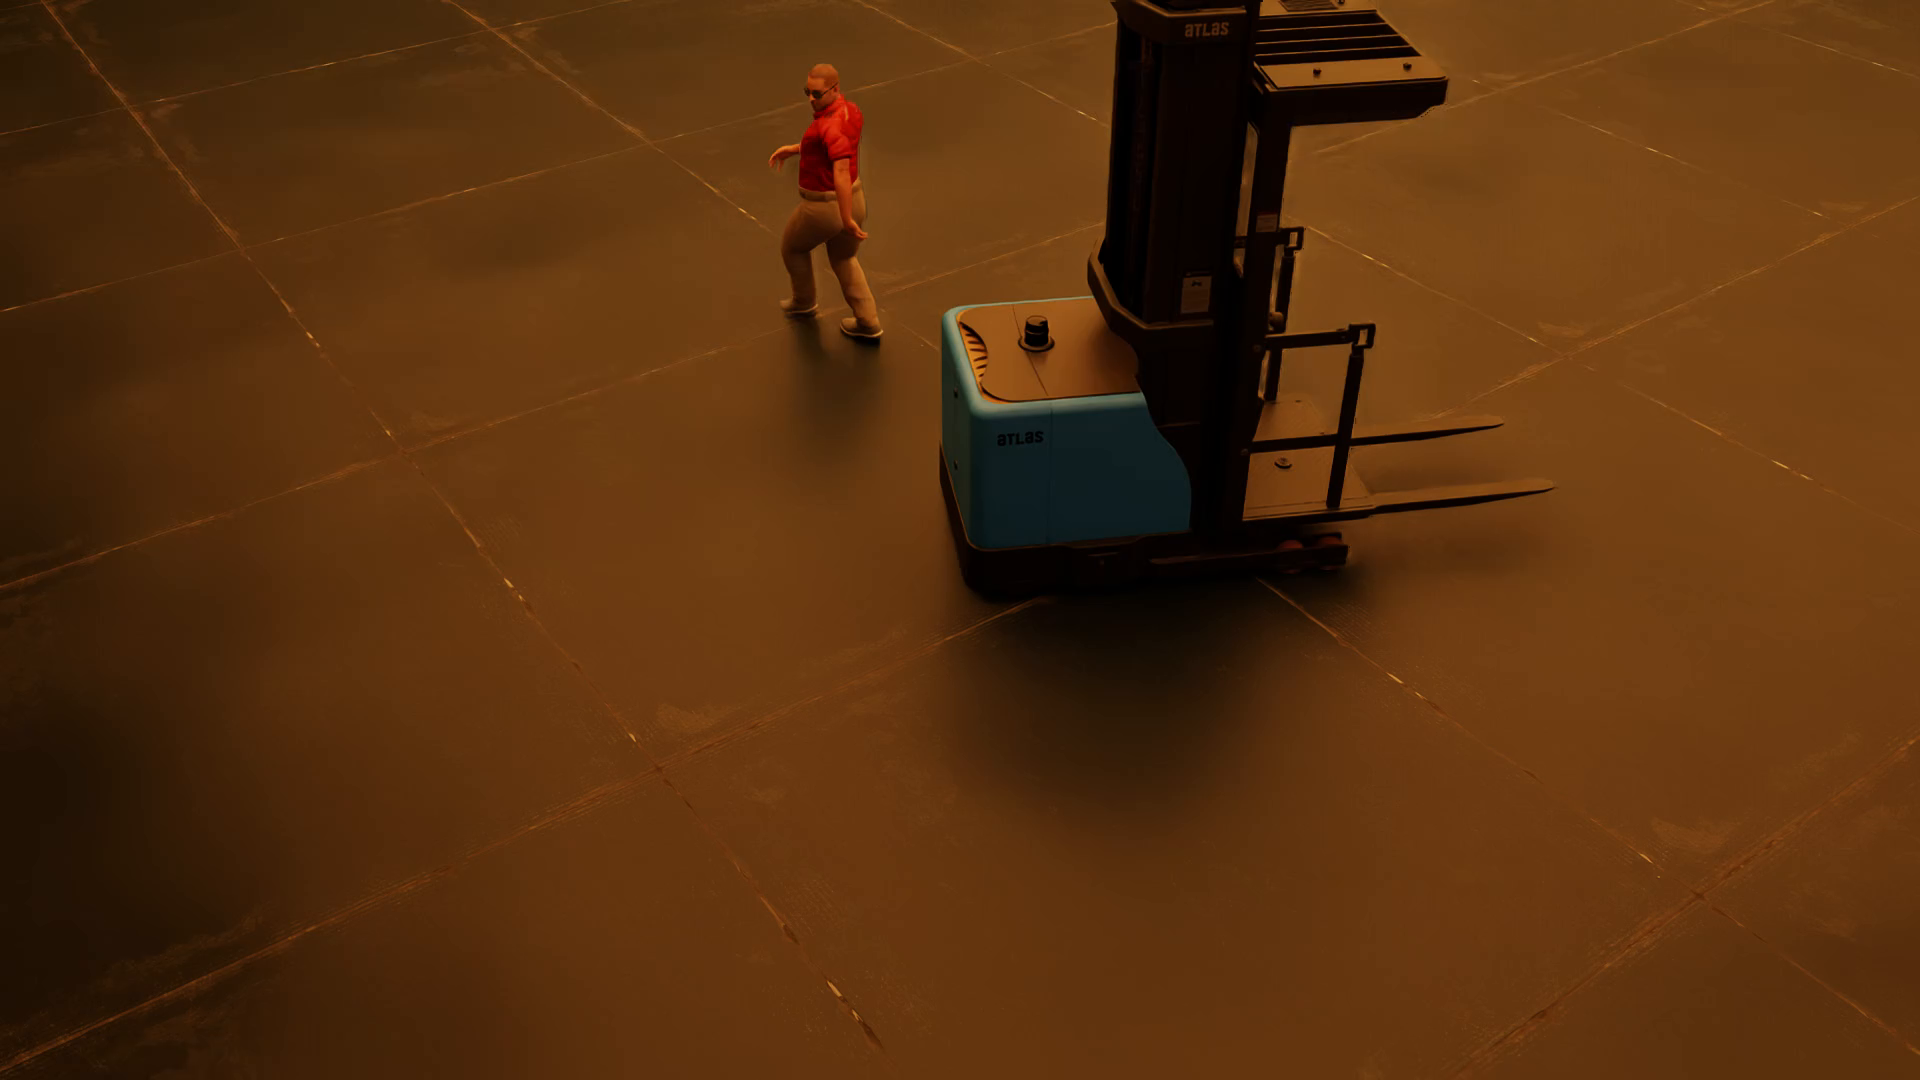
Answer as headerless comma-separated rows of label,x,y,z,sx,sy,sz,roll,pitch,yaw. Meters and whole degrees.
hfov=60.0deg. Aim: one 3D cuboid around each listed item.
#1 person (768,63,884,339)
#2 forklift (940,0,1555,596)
person,-0.755,-1.964,9.712,0.957,1.689,0.564,27,44,32
forklift,1.459,-1.318,7.727,3.031,2.935,1.130,-5,37,-7
